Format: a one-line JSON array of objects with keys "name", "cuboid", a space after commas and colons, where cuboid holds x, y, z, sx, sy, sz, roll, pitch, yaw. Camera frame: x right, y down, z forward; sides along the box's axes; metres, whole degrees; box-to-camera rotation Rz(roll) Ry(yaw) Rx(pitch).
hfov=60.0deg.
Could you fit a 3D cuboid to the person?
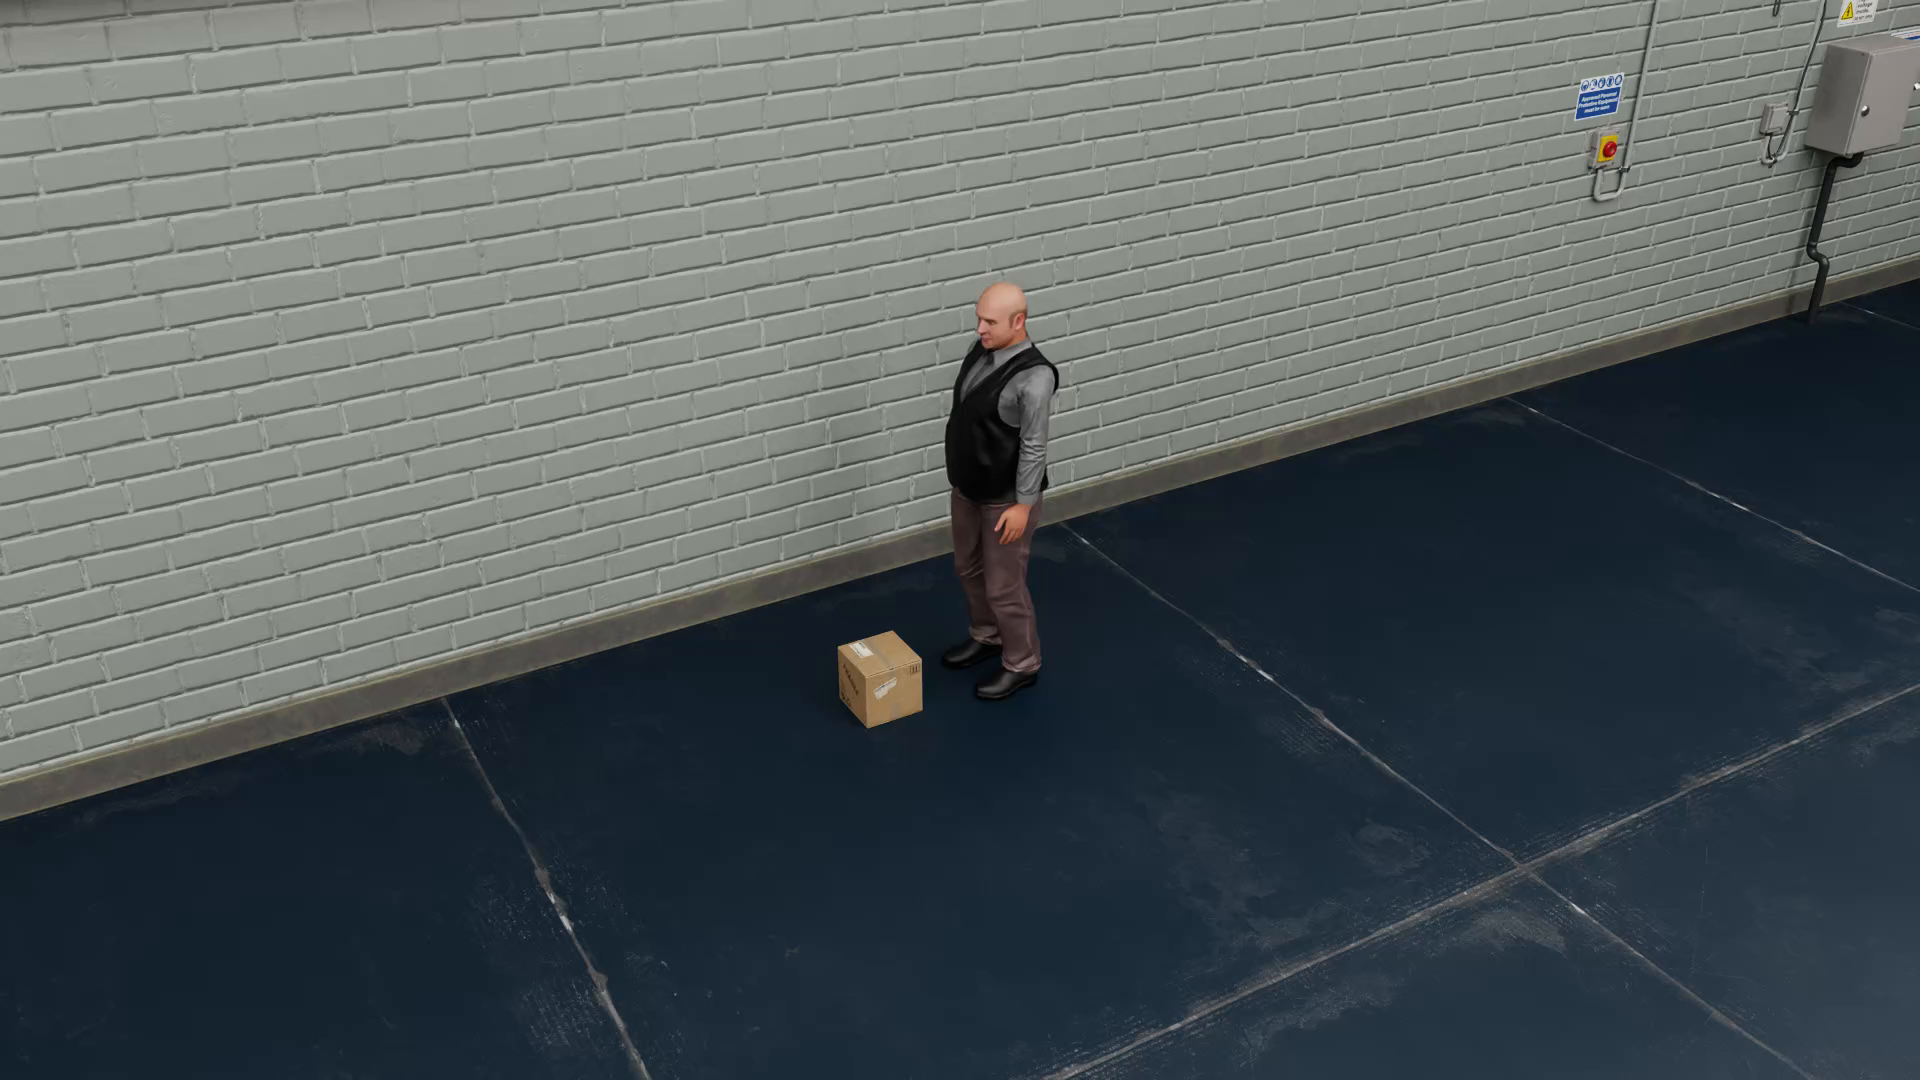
[{"name": "person", "cuboid": [0.148, -0.190, 6.506, 0.359, 1.714, 0.533, -15, 32, -25]}]
